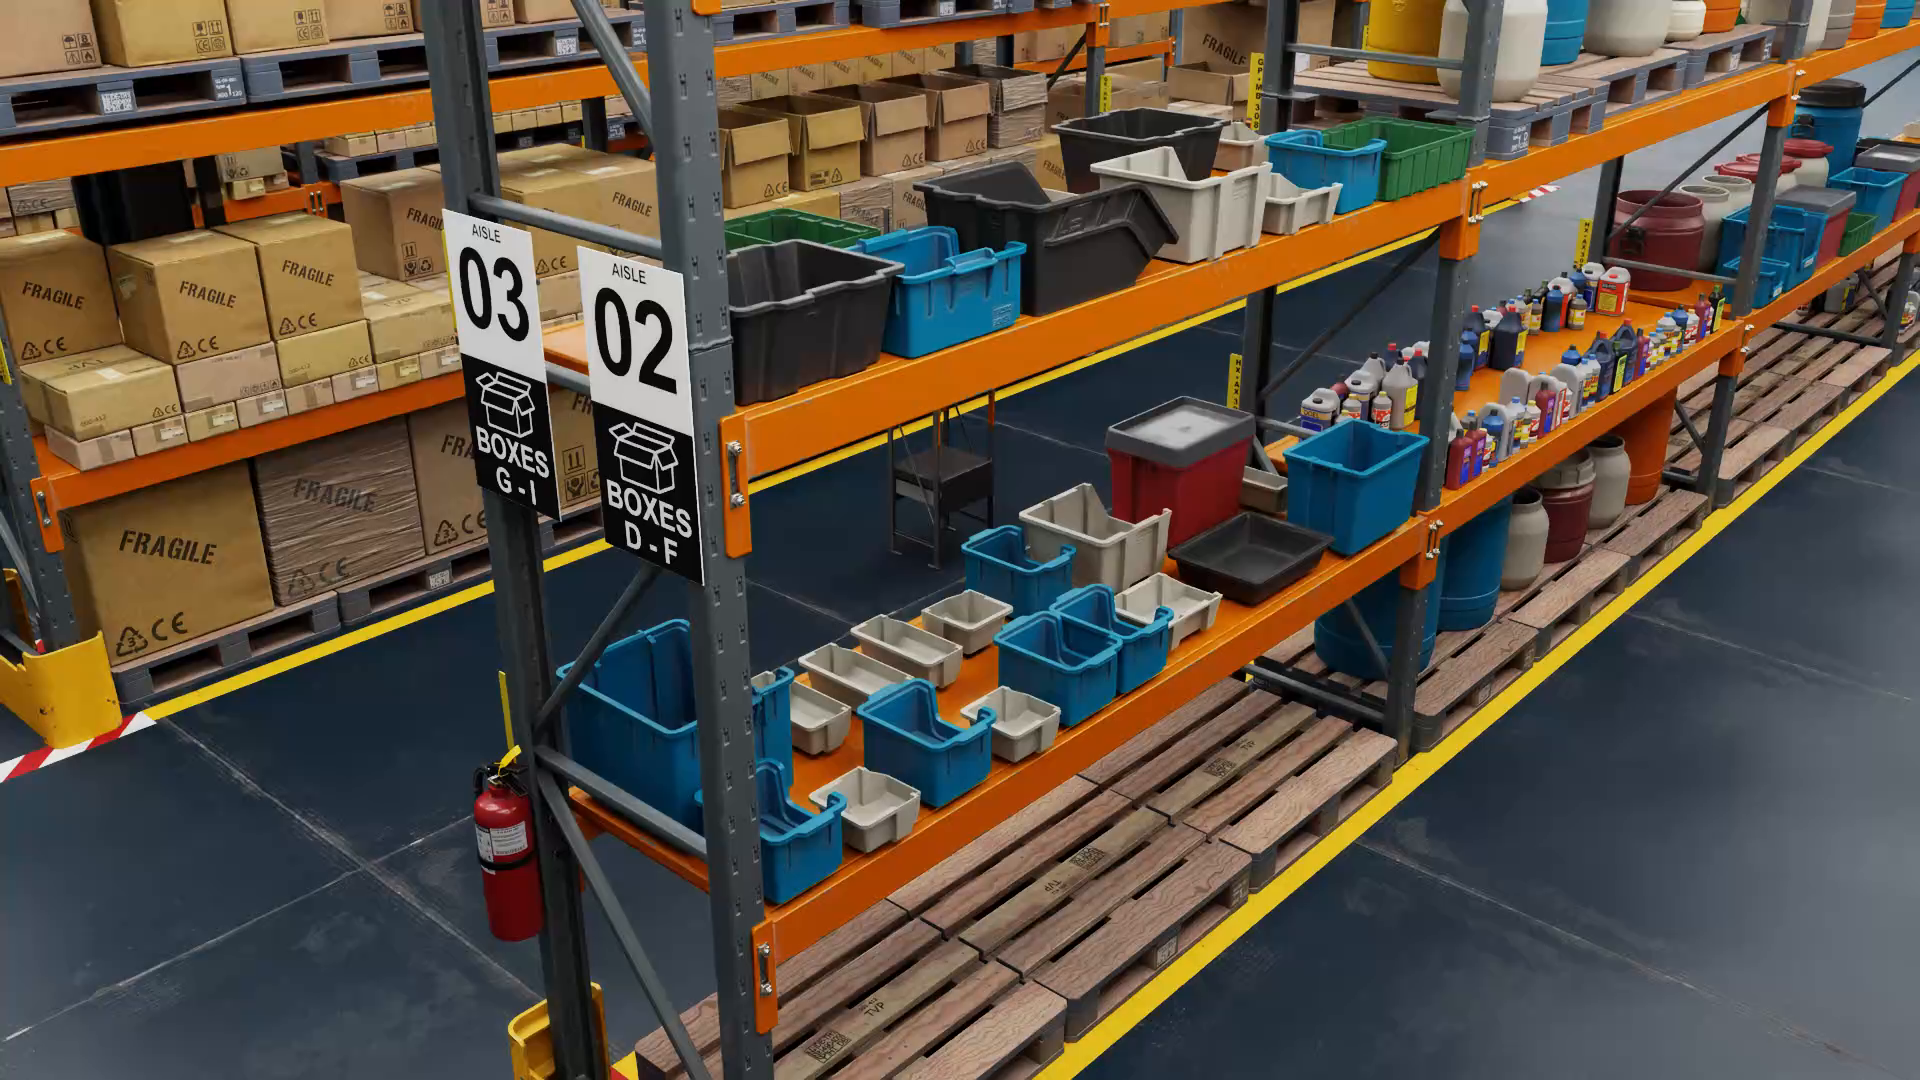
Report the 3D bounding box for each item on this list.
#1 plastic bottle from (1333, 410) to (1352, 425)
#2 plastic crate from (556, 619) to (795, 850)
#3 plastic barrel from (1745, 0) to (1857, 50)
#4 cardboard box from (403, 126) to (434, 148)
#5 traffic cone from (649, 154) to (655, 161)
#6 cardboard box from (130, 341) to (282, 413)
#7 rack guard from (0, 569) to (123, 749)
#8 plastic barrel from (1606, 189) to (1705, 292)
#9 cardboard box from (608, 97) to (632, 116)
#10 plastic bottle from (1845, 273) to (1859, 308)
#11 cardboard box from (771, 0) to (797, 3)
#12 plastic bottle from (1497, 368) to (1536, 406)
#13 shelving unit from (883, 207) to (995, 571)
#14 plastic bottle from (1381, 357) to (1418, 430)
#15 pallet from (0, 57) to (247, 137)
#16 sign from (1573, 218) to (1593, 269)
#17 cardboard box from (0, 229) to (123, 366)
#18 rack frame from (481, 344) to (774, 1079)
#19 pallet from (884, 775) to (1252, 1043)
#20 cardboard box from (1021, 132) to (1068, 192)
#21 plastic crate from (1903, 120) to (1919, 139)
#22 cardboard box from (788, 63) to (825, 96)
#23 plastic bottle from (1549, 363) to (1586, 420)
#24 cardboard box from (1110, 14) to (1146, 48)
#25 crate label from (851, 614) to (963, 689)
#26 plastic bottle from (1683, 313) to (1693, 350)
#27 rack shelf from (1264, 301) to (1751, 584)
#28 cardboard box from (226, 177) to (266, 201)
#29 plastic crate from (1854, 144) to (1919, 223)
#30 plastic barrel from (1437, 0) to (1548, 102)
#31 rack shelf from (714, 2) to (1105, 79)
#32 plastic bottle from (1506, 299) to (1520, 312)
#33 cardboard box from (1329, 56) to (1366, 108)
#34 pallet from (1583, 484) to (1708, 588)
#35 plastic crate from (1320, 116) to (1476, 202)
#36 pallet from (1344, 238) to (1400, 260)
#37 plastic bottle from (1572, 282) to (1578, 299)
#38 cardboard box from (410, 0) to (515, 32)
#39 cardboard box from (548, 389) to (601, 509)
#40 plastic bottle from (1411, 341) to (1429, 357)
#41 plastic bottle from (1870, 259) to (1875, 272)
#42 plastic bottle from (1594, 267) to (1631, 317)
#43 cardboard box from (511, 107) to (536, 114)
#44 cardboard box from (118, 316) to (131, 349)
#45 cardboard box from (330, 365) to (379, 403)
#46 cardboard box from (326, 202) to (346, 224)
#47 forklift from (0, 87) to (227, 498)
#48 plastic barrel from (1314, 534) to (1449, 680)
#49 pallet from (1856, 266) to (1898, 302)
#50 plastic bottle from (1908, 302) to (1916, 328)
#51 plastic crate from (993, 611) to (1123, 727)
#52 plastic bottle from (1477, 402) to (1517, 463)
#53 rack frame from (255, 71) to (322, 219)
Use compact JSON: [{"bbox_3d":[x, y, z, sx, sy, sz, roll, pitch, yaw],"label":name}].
[{"bbox_3d":[1.843,-0.525,7.998,0.097,0.201,0.097,0,24,0],"label":"plastic bottle"},{"bbox_3d":[-0.870,0.586,5.160,0.616,0.435,0.499,20,31,38],"label":"plastic crate"},{"bbox_3d":[5.094,-3.443,9.984,0.600,0.901,0.600,0,24,0],"label":"plastic barrel"},{"bbox_3d":[-4.644,-3.406,13.974,0.380,0.149,0.250,20,31,38],"label":"cardboard box"},{"bbox_3d":[-3.799,-5.014,20.867,0.336,0.463,0.334,20,31,38],"label":"traffic cone"},{"bbox_3d":[-3.780,-0.870,8.343,0.500,0.250,0.500,20,31,37],"label":"cardboard box"},{"bbox_3d":[-4.659,0.578,8.349,1.175,0.500,0.348,20,31,38],"label":"rack guard"},{"bbox_3d":[4.469,-1.941,10.746,0.600,0.536,0.708,20,31,38],"label":"plastic barrel"},{"bbox_3d":[-3.255,-4.040,15.387,0.380,0.149,0.250,21,31,38],"label":"cardboard box"},{"bbox_3d":[7.525,-2.132,14.130,0.152,0.276,0.135,20,31,38],"label":"plastic bottle"},{"bbox_3d":[-1.174,-3.618,10.582,0.500,0.311,0.500,19,30,36],"label":"cardboard box"},{"bbox_3d":[2.812,-0.740,8.386,0.152,0.276,0.135,20,31,38],"label":"plastic bottle"},{"bbox_3d":[-0.110,-0.908,9.708,0.431,2.100,0.503,20,31,38],"label":"shelving unit"},{"bbox_3d":[2.192,-0.743,8.302,0.144,0.351,0.185,20,31,38],"label":"plastic bottle"},{"bbox_3d":[-4.156,-2.127,7.769,1.003,0.211,1.213,20,31,38],"label":"pallet"},{"bbox_3d":[3.970,-1.877,10.571,0.100,0.325,0.005,20,31,38],"label":"sign"},{"bbox_3d":[-4.514,-1.199,8.162,0.500,0.500,0.500,21,31,38],"label":"cardboard box"},{"bbox_3d":[-0.955,0.783,4.838,1.000,3.000,0.127,20,31,38],"label":"rack frame"},{"bbox_3d":[0.439,1.444,6.770,1.003,0.211,1.213,20,31,38],"label":"pallet"},{"bbox_3d":[0.551,-2.835,12.784,0.500,0.500,0.500,21,32,39],"label":"cardboard box"},{"bbox_3d":[8.887,-3.787,15.352,0.298,0.136,0.250,20,31,38],"label":"plastic crate"},{"bbox_3d":[-1.755,-4.810,17.189,0.500,0.500,0.500,20,31,37],"label":"cardboard box"},{"bbox_3d":[3.080,-0.769,8.451,0.152,0.276,0.135,20,31,38],"label":"plastic bottle"},{"bbox_3d":[1.845,-6.599,21.118,0.875,0.550,0.550,20,31,38],"label":"cardboard box"},{"bbox_3d":[-0.173,0.402,5.936,0.396,0.136,0.243,20,31,38],"label":"crate label"},{"bbox_3d":[4.123,-1.194,9.490,0.097,0.201,0.097,0,24,0],"label":"plastic bottle"},{"bbox_3d":[3.050,-0.717,9.062,1.077,0.370,4.000,20,31,38],"label":"rack shelf"},{"bbox_3d":[-5.707,-2.800,13.135,0.380,0.149,0.250,19,30,36],"label":"cardboard box"},{"bbox_3d":[6.959,-2.671,12.464,0.402,0.464,0.583,20,31,38],"label":"plastic crate"},{"bbox_3d":[2.253,-2.150,7.034,0.433,0.535,0.433,0,24,0],"label":"plastic barrel"},{"bbox_3d":[-0.639,-3.438,11.465,1.077,0.370,4.000,20,31,38],"label":"rack shelf"},{"bbox_3d":[3.141,-1.243,9.513,0.097,0.271,0.097,0,24,0],"label":"plastic bottle"},{"bbox_3d":[3.712,-4.527,16.195,0.875,0.500,0.500,20,31,38],"label":"cardboard box"},{"bbox_3d":[3.890,-0.131,10.283,1.003,0.211,1.213,20,31,38],"label":"pallet"},{"bbox_3d":[1.657,-1.496,6.514,0.450,0.188,0.662,20,31,38],"label":"plastic crate"},{"bbox_3d":[3.788,-3.168,17.057,1.003,0.211,1.213,20,31,38],"label":"pallet"},{"bbox_3d":[3.692,-1.463,10.089,0.097,0.201,0.097,0,24,0],"label":"plastic bottle"},{"bbox_3d":[-2.813,-3.022,8.901,0.700,0.500,0.500,22,32,40],"label":"cardboard box"},{"bbox_3d":[-2.473,-0.831,10.521,0.875,0.875,0.875,20,31,38],"label":"cardboard box"},{"bbox_3d":[2.408,-0.894,8.728,0.152,0.276,0.135,20,31,38],"label":"plastic bottle"},{"bbox_3d":[8.282,-2.581,15.136,0.097,0.271,0.097,0,24,0],"label":"plastic bottle"},{"bbox_3d":[3.968,-1.513,10.110,0.152,0.276,0.135,20,31,38],"label":"plastic bottle"},{"bbox_3d":[-3.952,-3.858,14.618,0.380,0.149,0.250,19,31,37],"label":"cardboard box"},{"bbox_3d":[-4.178,-1.011,8.659,0.500,0.250,0.500,19,31,37],"label":"cardboard box"},{"bbox_3d":[-3.304,-0.865,8.821,0.380,0.149,0.250,20,31,37],"label":"cardboard box"},{"bbox_3d":[-5.291,-2.863,14.594,0.500,0.250,0.500,19,30,36],"label":"cardboard box"},{"bbox_3d":[-4.833,-1.908,10.923,1.130,2.935,3.031,20,31,37],"label":"forklift"},{"bbox_3d":[2.091,0.169,8.259,0.600,0.901,0.708,20,31,38],"label":"plastic barrel"},{"bbox_3d":[8.348,-2.168,14.826,1.003,0.211,1.213,20,31,38],"label":"pallet"},{"bbox_3d":[7.729,-1.837,13.562,0.097,0.201,0.097,0,24,0],"label":"plastic bottle"},{"bbox_3d":[0.334,0.445,5.722,0.416,0.233,0.300,20,31,38],"label":"plastic crate"},{"bbox_3d":[2.552,-0.528,7.912,0.152,0.276,0.135,20,31,38],"label":"plastic bottle"},{"bbox_3d":[-5.600,-3.173,13.662,1.000,3.000,0.127,20,31,38],"label":"rack frame"}]
